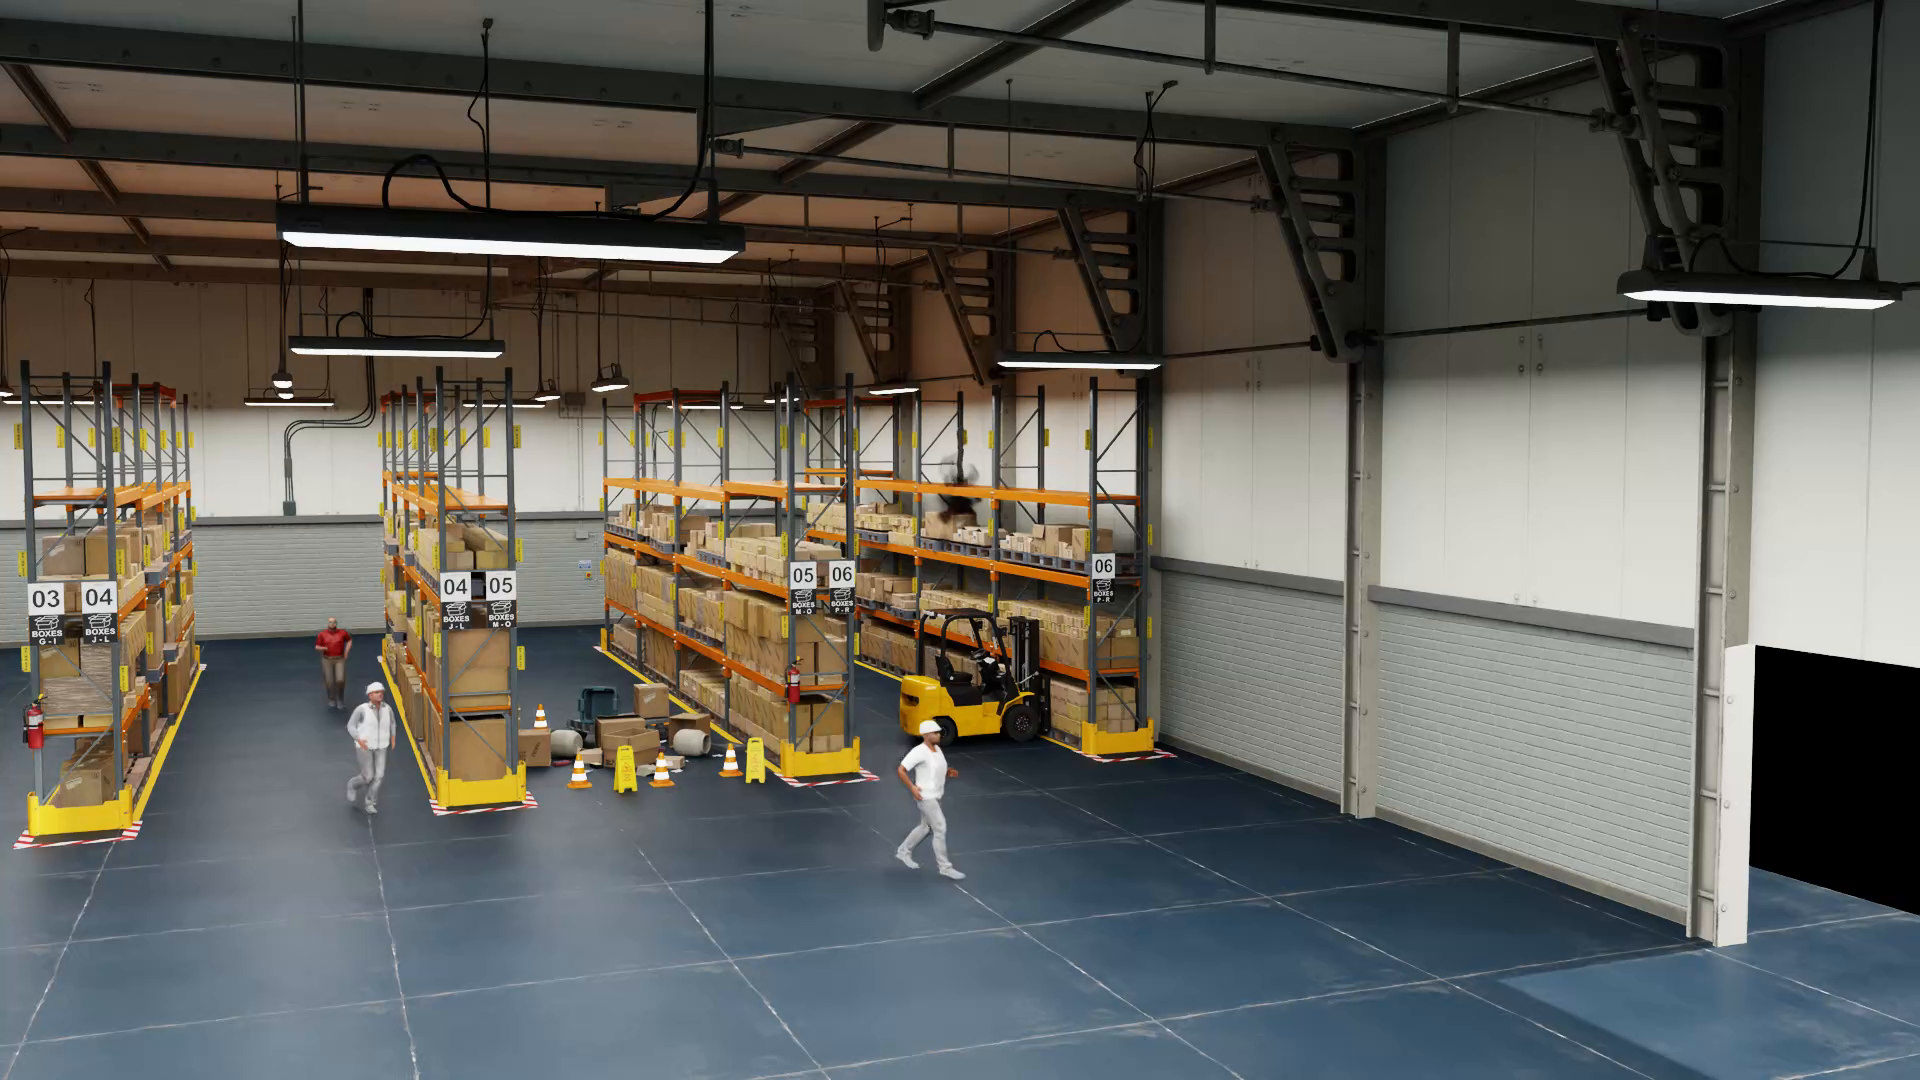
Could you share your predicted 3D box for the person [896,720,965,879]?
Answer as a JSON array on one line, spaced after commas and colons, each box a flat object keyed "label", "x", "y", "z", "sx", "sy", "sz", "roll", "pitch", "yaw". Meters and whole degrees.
[{"label": "person", "x": -0.339, "y": 2.942, "z": 19.033, "sx": 0.887, "sy": 1.769, "sz": 0.704, "roll": 1, "pitch": 4, "yaw": 20}]

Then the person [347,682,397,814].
[{"label": "person", "x": -7.961, "y": 2.795, "z": 22.554, "sx": 0.640, "sy": 1.747, "sz": 0.681, "roll": 3, "pitch": 5, "yaw": 44}]

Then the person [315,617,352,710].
[{"label": "person", "x": -11.615, "y": 2.303, "z": 30.857, "sx": 0.643, "sy": 1.754, "sz": 0.676, "roll": -1, "pitch": 4, "yaw": -20}]
